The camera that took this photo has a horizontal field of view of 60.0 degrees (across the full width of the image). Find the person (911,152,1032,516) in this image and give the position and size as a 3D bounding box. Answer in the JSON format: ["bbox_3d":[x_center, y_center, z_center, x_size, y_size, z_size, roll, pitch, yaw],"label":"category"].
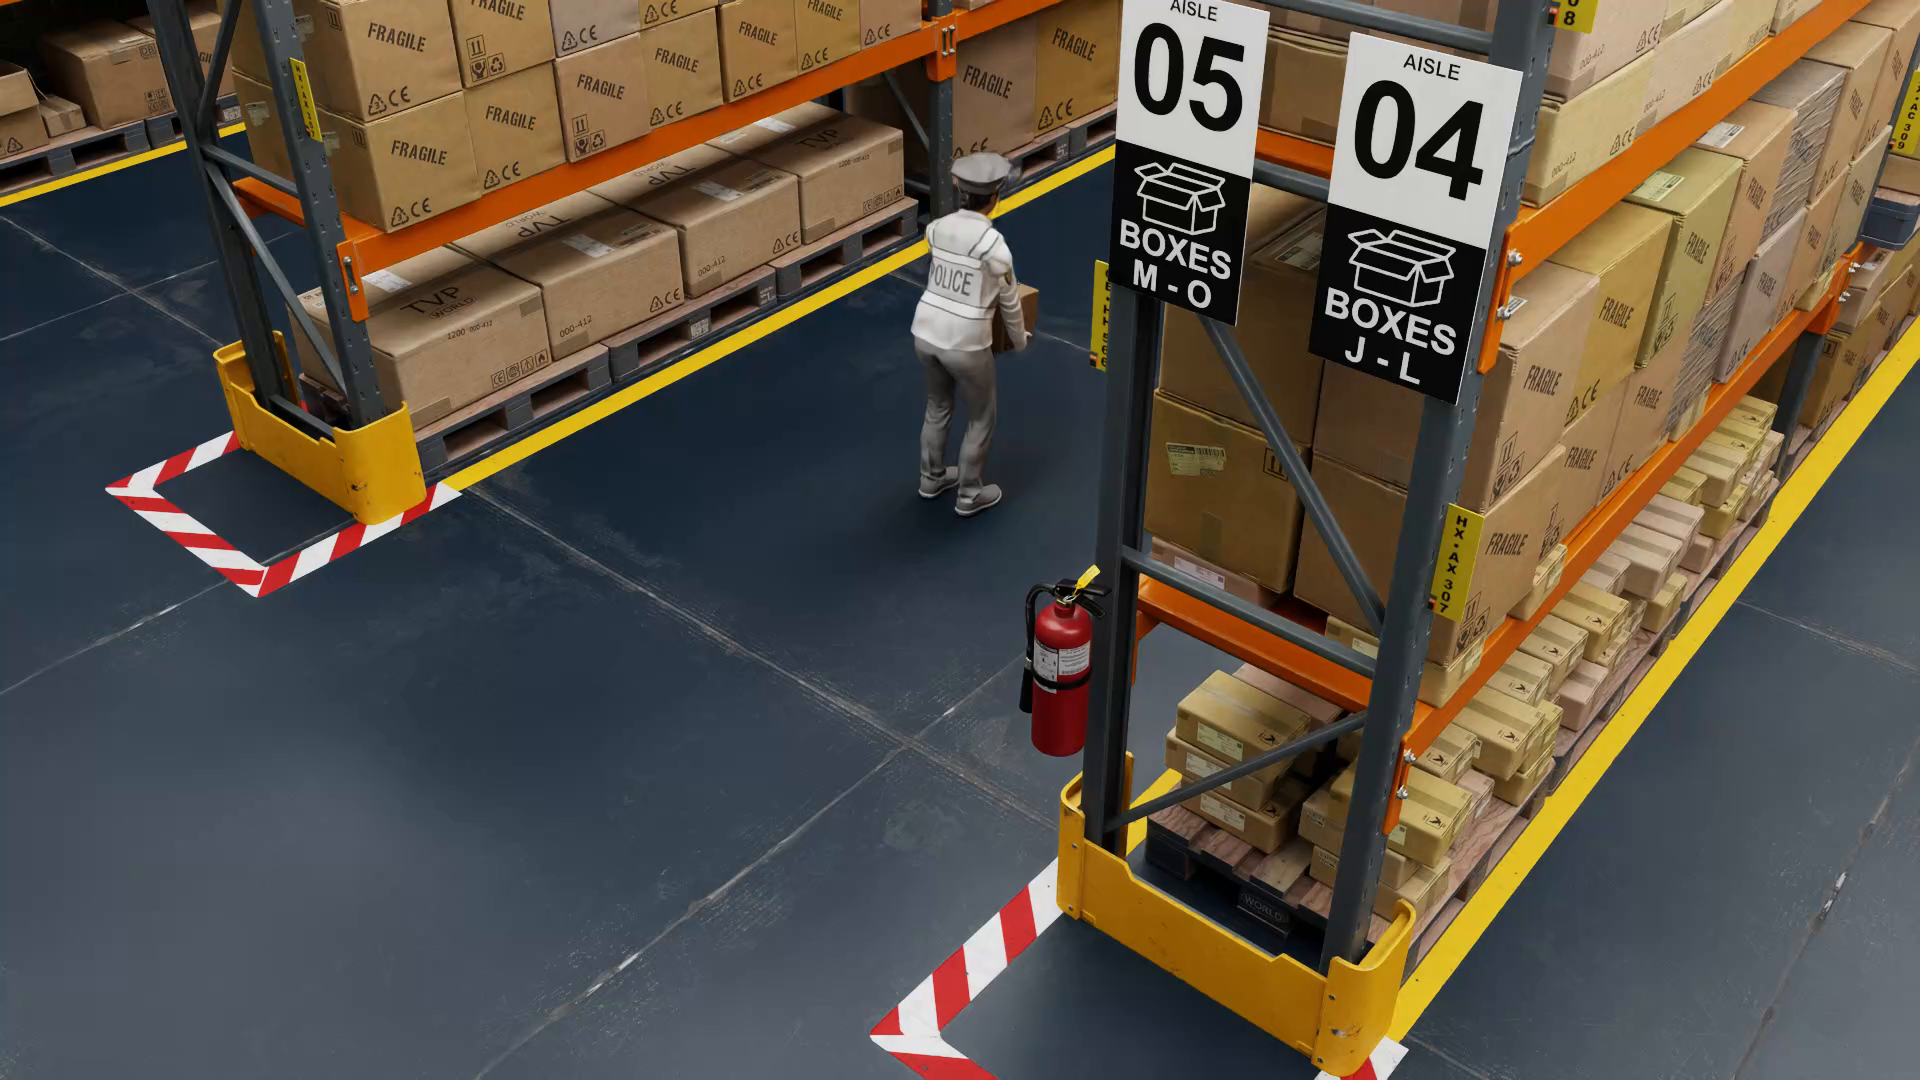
[{"bbox_3d":[0.036,-0.907,7.467,0.412,1.630,0.560,25,42,31],"label":"person"}]
